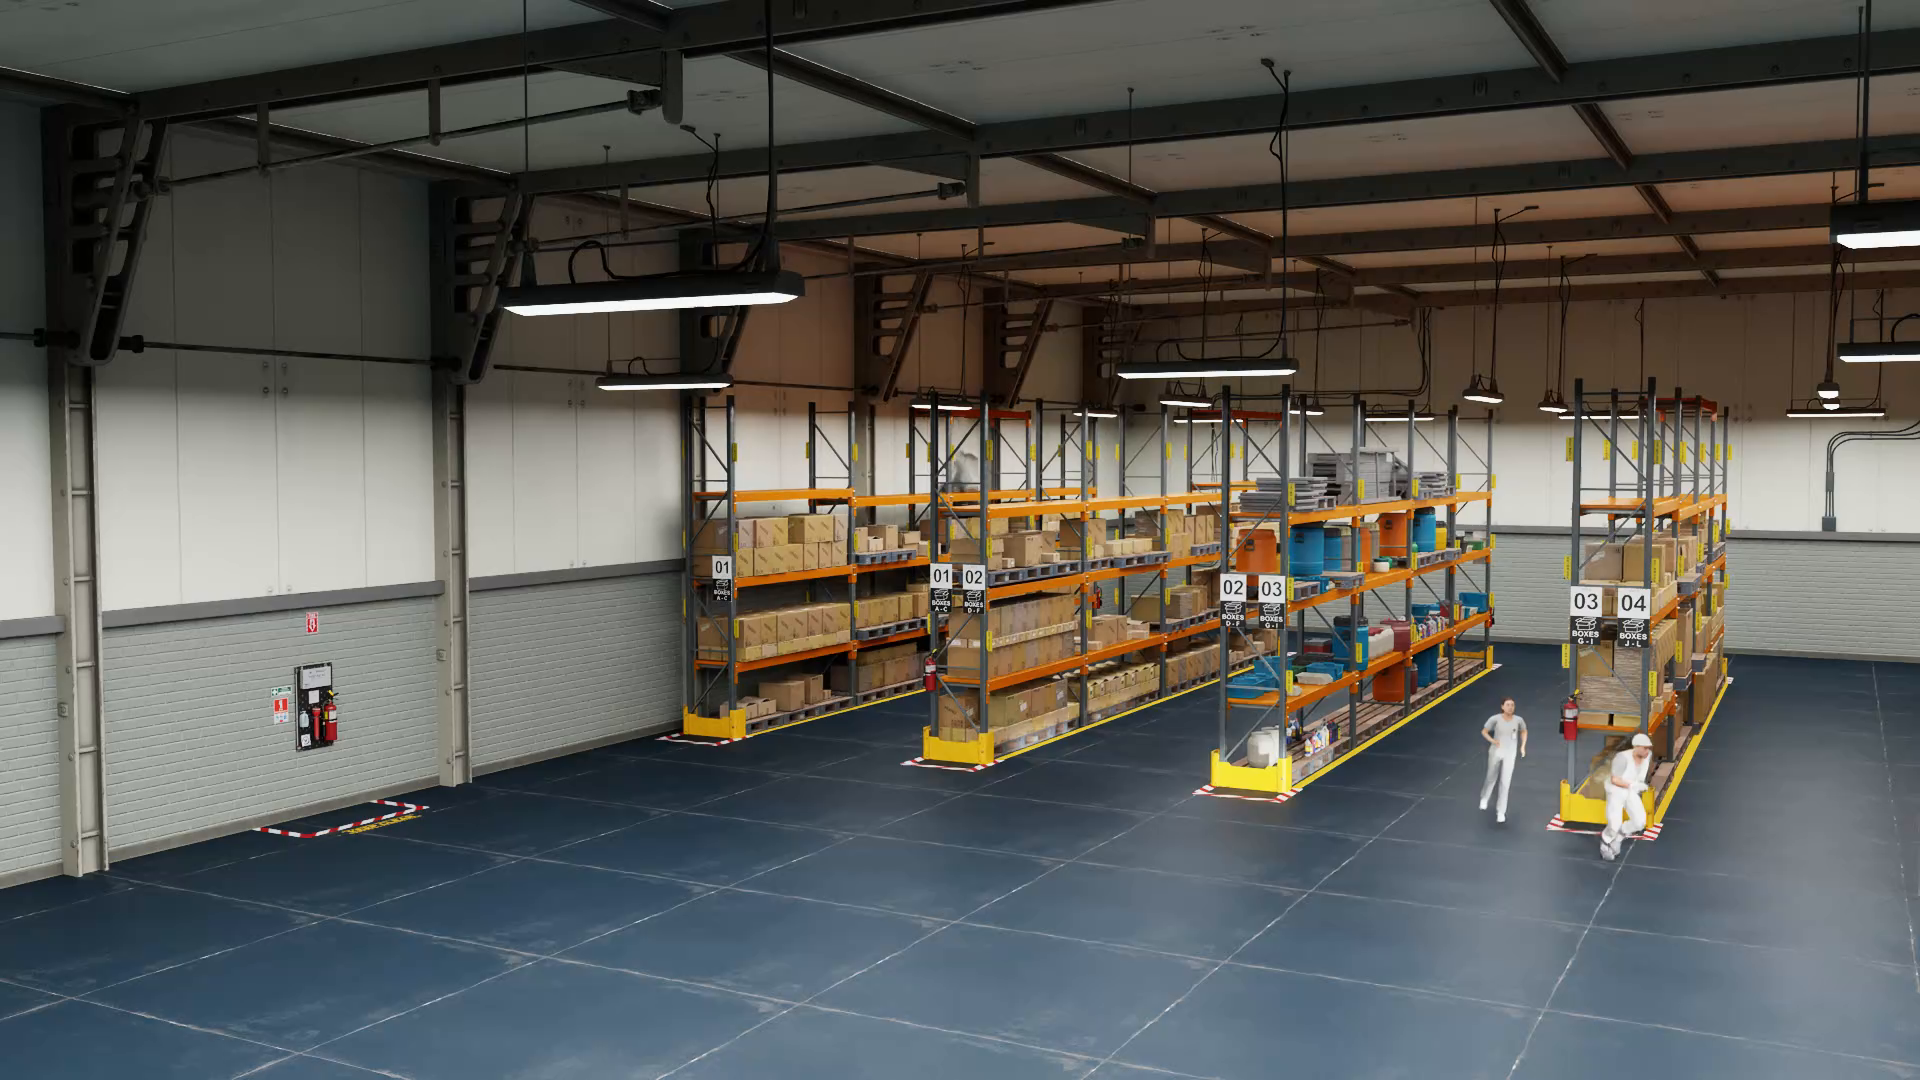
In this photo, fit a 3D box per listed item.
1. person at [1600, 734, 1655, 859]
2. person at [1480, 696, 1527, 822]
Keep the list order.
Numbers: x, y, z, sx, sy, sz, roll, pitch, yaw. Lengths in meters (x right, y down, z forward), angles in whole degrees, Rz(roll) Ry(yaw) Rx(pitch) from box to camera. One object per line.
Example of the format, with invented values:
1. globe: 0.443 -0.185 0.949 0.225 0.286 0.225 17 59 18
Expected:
1. person: 8.154 3.124 20.224 0.696 1.618 0.890 -1 3 -18
2. person: 7.447 2.953 22.733 0.613 1.637 1.002 1 3 13
